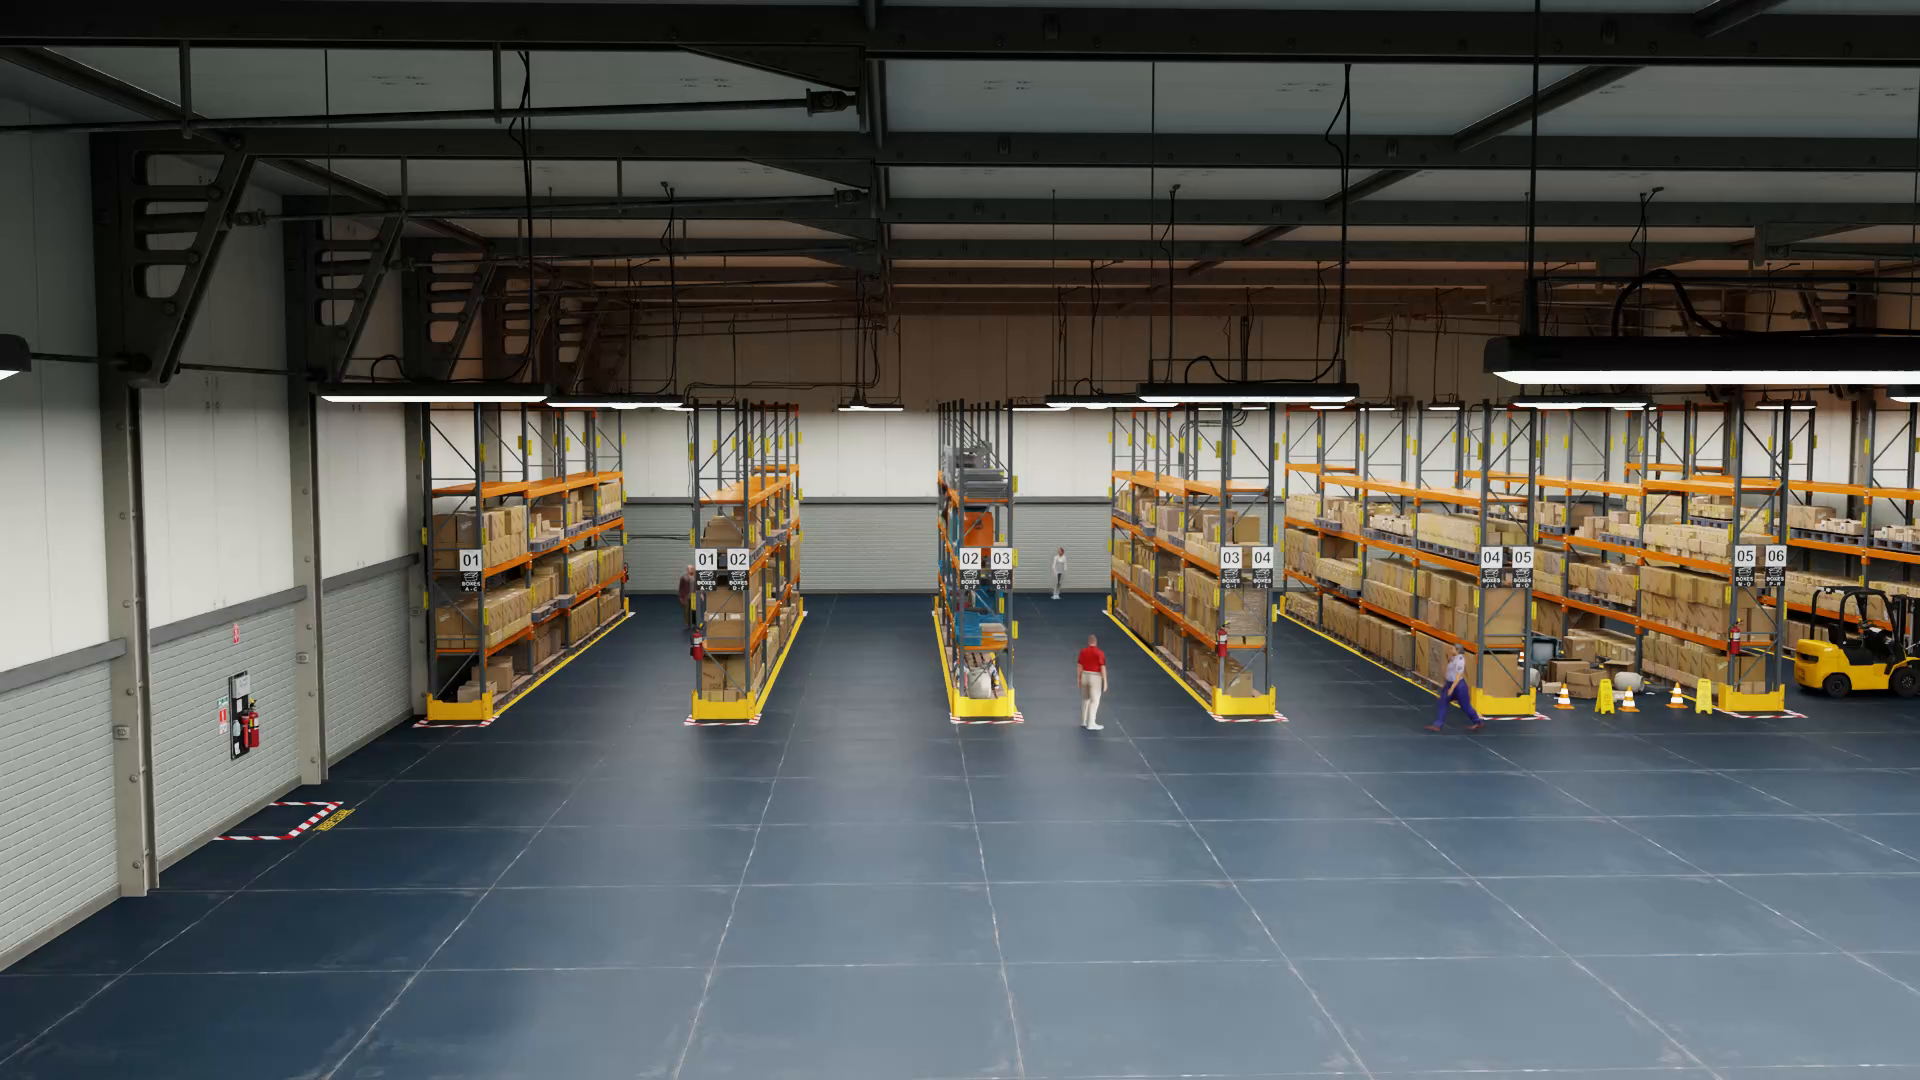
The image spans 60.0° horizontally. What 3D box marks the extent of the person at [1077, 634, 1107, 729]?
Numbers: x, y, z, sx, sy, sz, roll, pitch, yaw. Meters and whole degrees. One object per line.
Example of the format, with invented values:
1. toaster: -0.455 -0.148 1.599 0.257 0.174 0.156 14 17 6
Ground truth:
1. person: 2.443 2.580 30.246 0.600 1.751 0.475 4 6 44

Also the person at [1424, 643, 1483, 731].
1. person: 8.889 2.648 29.871 0.988 1.602 0.488 -1 5 -18

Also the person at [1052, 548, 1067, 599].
1. person: 3.082 1.033 51.544 0.458 1.606 0.392 -2 5 -20

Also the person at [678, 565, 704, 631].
1. person: -7.073 1.515 43.707 0.676 1.719 1.120 0 4 -5
